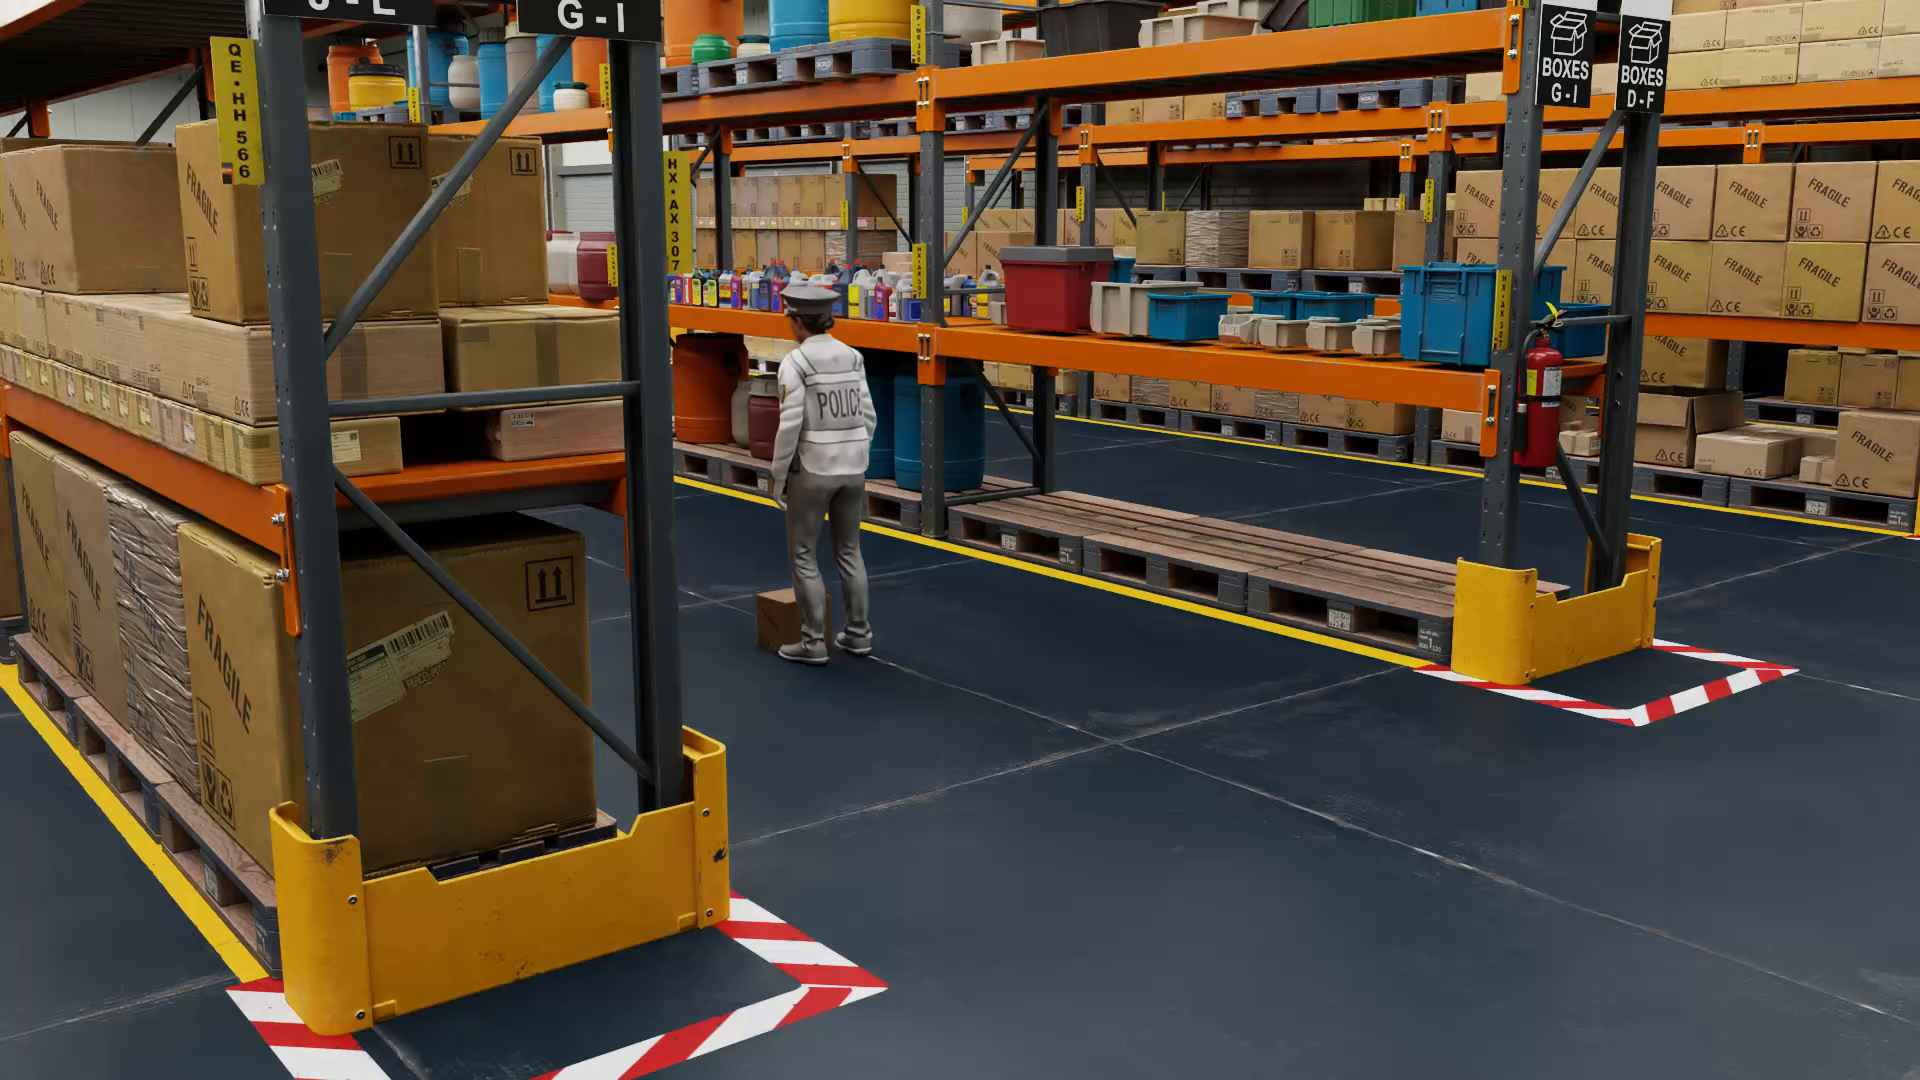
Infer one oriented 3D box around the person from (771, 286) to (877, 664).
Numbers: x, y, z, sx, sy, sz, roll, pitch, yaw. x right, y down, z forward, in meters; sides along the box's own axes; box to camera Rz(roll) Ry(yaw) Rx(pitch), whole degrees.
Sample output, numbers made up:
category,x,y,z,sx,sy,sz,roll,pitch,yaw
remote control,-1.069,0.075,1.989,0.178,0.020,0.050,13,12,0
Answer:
category,x,y,z,sx,sy,sz,roll,pitch,yaw
person,-0.608,-0.283,7.377,0.518,1.663,0.369,-9,14,-40
